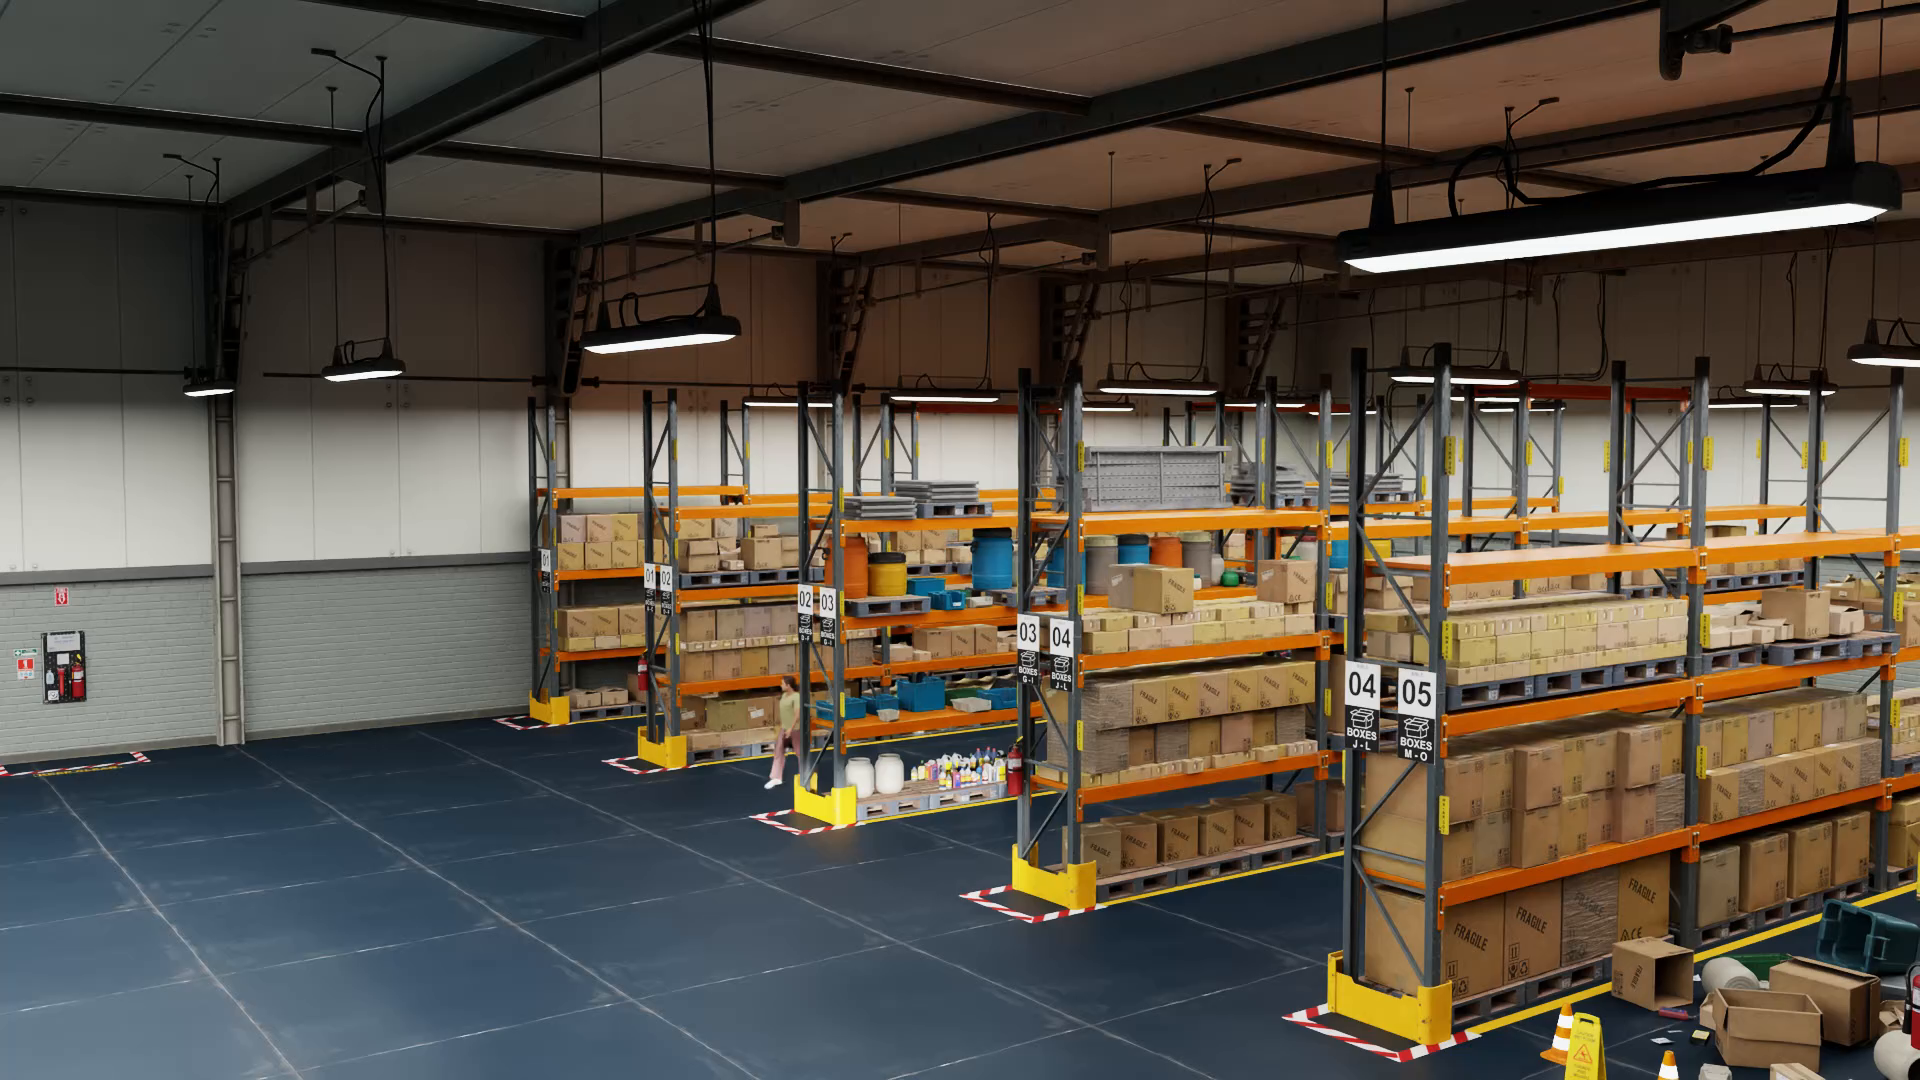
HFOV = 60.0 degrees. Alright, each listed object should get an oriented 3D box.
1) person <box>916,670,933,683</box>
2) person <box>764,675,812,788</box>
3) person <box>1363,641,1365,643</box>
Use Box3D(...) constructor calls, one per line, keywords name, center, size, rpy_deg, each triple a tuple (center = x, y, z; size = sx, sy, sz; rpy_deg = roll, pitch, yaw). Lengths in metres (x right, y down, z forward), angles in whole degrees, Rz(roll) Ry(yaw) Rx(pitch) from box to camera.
Box3D(name="person", center=(-0.650, 2.510, 31.731), size=(0.456, 1.578, 0.499), rpy_deg=(-1, 4, -21))
Box3D(name="person", center=(-2.575, 2.852, 24.958), size=(0.474, 1.649, 0.869), rpy_deg=(3, 5, 44))
Box3D(name="person", center=(8.045, 2.289, 33.800), size=(1.098, 1.731, 0.670), rpy_deg=(-3, 4, -39))
